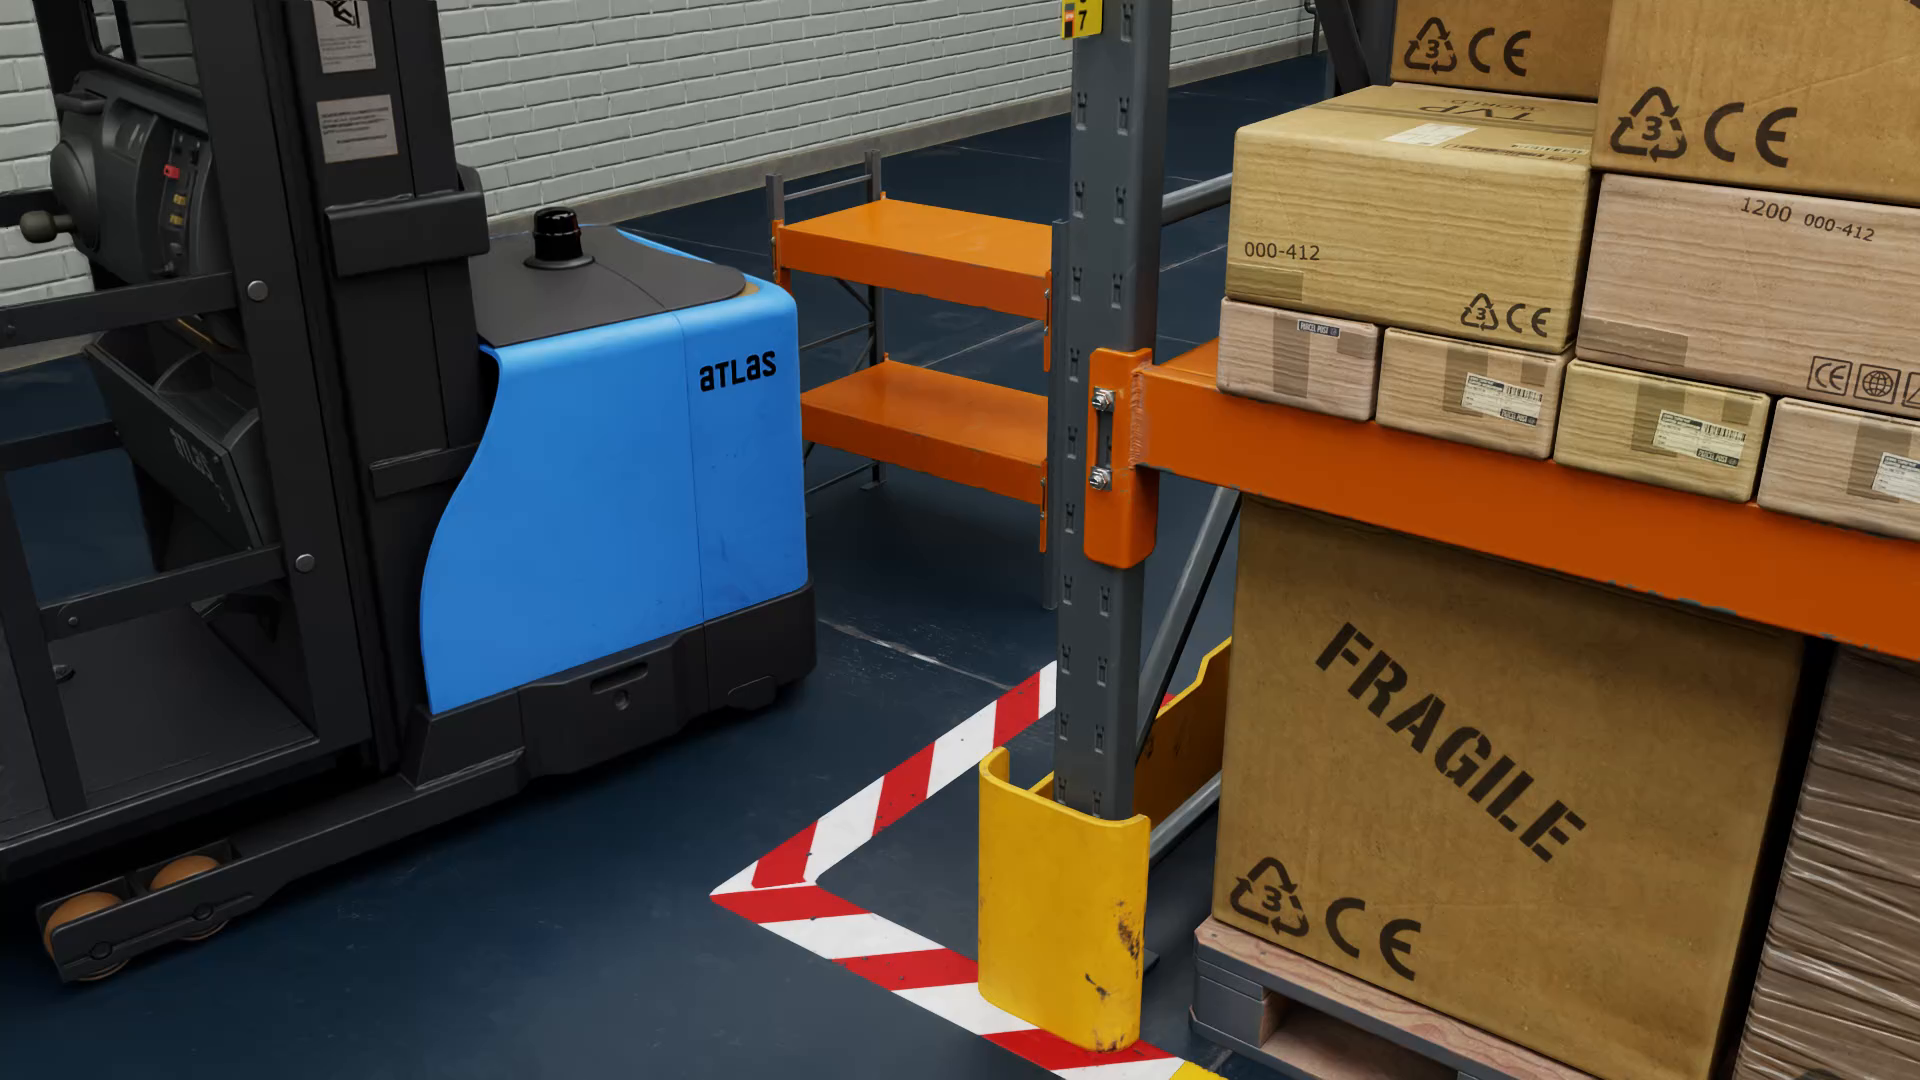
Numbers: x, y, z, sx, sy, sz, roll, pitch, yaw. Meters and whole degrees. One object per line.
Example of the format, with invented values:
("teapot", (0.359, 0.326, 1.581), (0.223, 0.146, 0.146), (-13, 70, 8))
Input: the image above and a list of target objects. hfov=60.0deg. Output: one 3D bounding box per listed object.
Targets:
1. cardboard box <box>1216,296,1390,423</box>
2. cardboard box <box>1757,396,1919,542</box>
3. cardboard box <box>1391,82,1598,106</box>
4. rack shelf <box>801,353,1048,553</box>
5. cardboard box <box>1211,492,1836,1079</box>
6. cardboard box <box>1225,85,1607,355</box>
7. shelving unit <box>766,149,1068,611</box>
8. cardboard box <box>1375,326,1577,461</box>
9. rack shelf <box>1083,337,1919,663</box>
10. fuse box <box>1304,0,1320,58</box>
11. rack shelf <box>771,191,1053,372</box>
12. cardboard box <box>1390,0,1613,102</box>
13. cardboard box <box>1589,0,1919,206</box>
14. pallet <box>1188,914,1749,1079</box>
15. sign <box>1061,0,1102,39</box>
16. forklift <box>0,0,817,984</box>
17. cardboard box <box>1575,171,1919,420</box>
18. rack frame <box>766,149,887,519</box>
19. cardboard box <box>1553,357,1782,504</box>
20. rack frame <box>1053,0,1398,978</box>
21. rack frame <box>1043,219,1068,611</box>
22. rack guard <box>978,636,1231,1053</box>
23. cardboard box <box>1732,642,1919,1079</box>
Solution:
("cardboard box", (0.602, -0.326, 2.581), (0.250, 0.149, 0.380), (17, 29, 34))
("cardboard box", (1.223, -0.140, 2.159), (0.250, 0.149, 0.380), (16, 29, 33))
("cardboard box", (1.063, -0.669, 2.865), (0.500, 0.250, 0.500), (16, 29, 32))
("rack shelf", (-0.005, -0.293, 5.125), (1.000, 0.278, 0.538), (17, 29, 33))
("cardboard box", (1.076, 0.276, 3.018), (0.875, 0.875, 0.875), (17, 29, 33))
("cardboard box", (0.738, -0.497, 2.476), (0.500, 0.250, 0.500), (16, 28, 32))
("shelving unit", (-0.005, -0.516, 5.027), (1.048, 1.125, 0.538), (17, 29, 33))
("cardboard box", (0.808, -0.264, 2.441), (0.250, 0.149, 0.380), (16, 29, 33))
("rack shelf", (2.116, 0.180, 2.014), (4.000, 0.370, 1.077), (17, 29, 33))
("fuse box", (3.310, -5.239, 15.019), (0.414, 1.711, 0.539), (17, 29, 33))
("rack shelf", (-0.005, -0.784, 4.909), (1.000, 0.278, 0.538), (17, 29, 33))
("cardboard box", (1.063, -1.011, 2.711), (0.500, 0.500, 0.500), (17, 29, 34))
("cardboard box", (1.138, -0.720, 2.050), (0.500, 0.500, 0.500), (16, 28, 32))
("pallet", (1.203, 0.811, 3.147), (1.213, 0.211, 1.003), (17, 29, 33))
("sign", (0.178, -0.888, 2.373), (0.005, 0.325, 0.100), (17, 29, 33))
("forklift", (-1.822, -0.713, 3.233), (3.031, 2.935, 1.130), (-19, 30, -37))
("cardboard box", (1.158, -0.374, 2.195), (0.500, 0.250, 0.500), (16, 29, 33))
("rack frame", (-0.412, -0.639, 5.306), (0.032, 1.125, 0.500), (17, 29, 33))
("cardboard box", (1.013, -0.202, 2.301), (0.250, 0.149, 0.380), (16, 28, 32))
("rack frame", (0.516, -0.633, 2.967), (0.127, 3.000, 1.000), (17, 29, 33))
("rack frame", (0.401, -0.393, 4.748), (0.032, 1.125, 0.500), (17, 29, 33))
("rack guard", (0.497, 0.505, 3.484), (0.348, 0.500, 1.175), (17, 29, 33))
("cardboard box", (1.804, 0.496, 2.518), (0.875, 0.875, 0.875), (17, 29, 33))
